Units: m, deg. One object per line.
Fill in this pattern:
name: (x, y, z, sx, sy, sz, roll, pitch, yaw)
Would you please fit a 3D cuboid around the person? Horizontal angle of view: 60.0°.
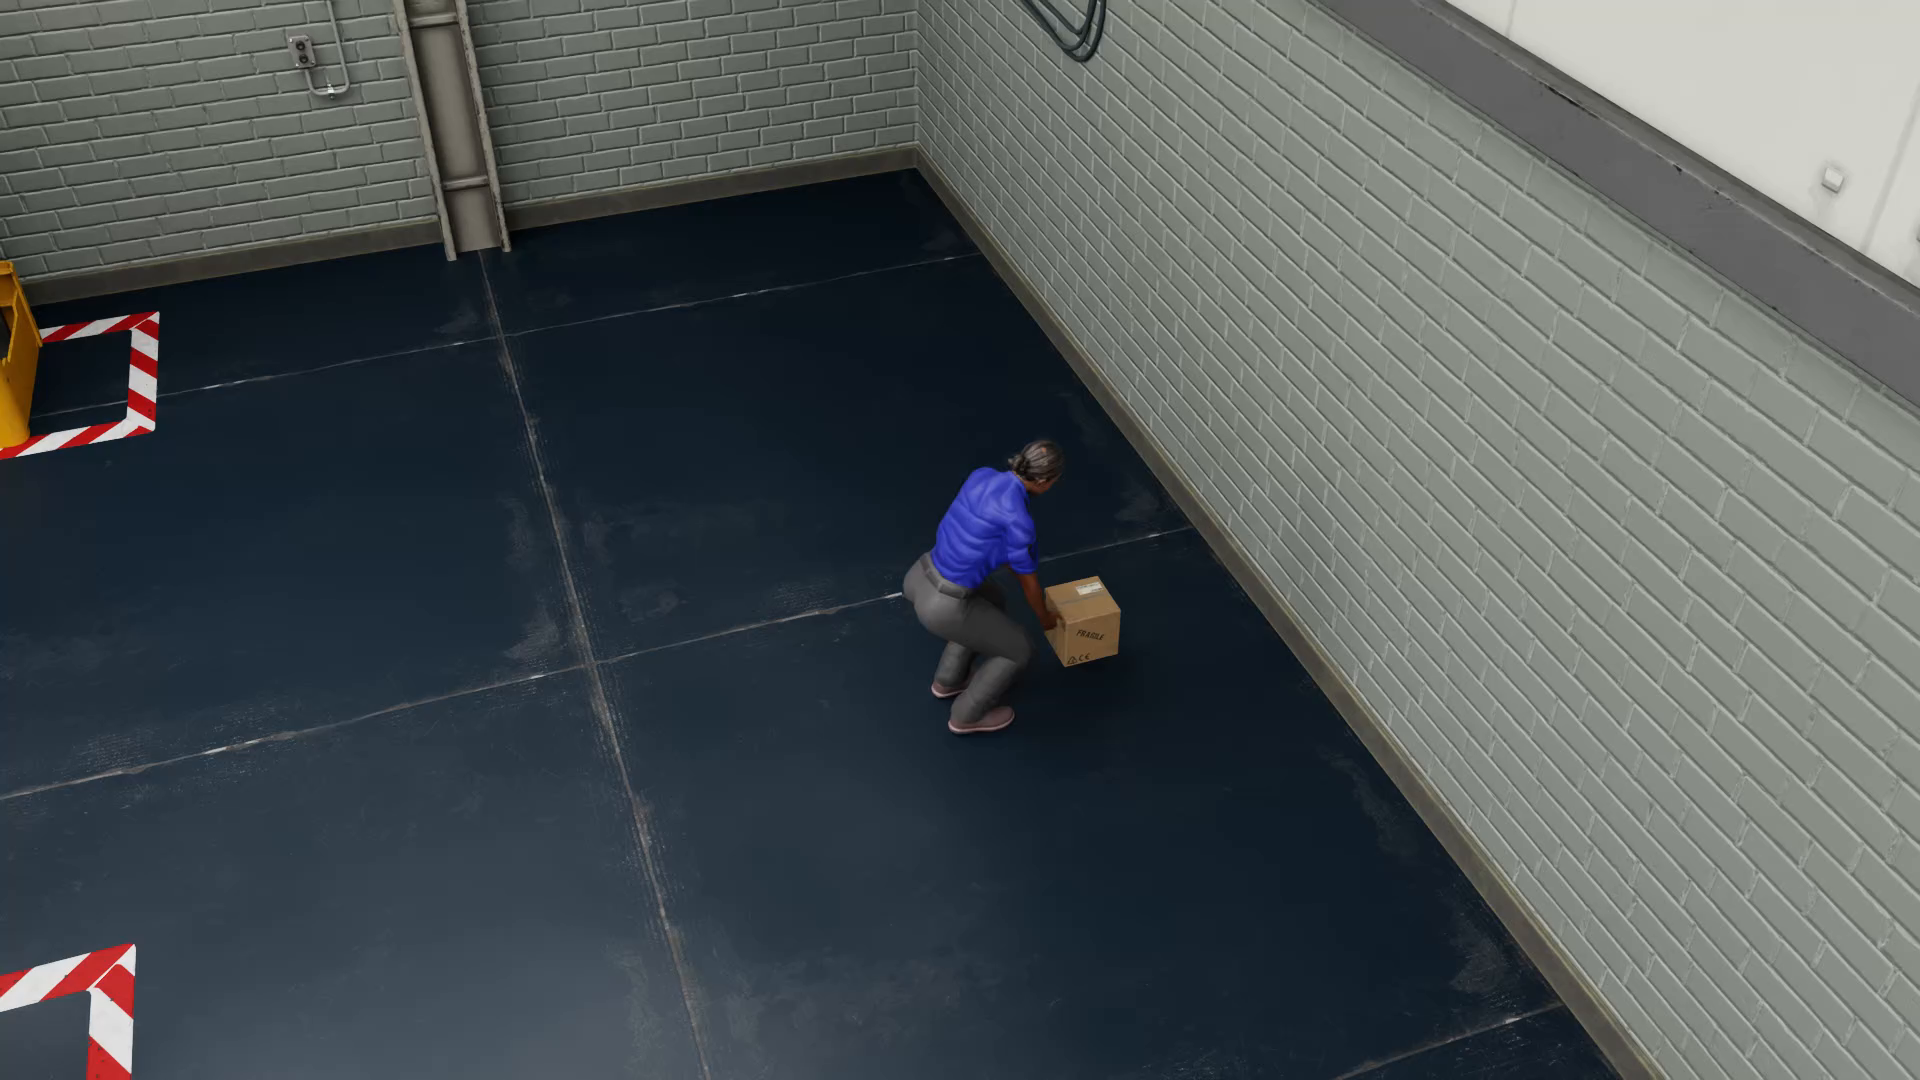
person: (0.098, 0.181, 6.870, 0.682, 1.280, 0.498, -13, 40, -16)
